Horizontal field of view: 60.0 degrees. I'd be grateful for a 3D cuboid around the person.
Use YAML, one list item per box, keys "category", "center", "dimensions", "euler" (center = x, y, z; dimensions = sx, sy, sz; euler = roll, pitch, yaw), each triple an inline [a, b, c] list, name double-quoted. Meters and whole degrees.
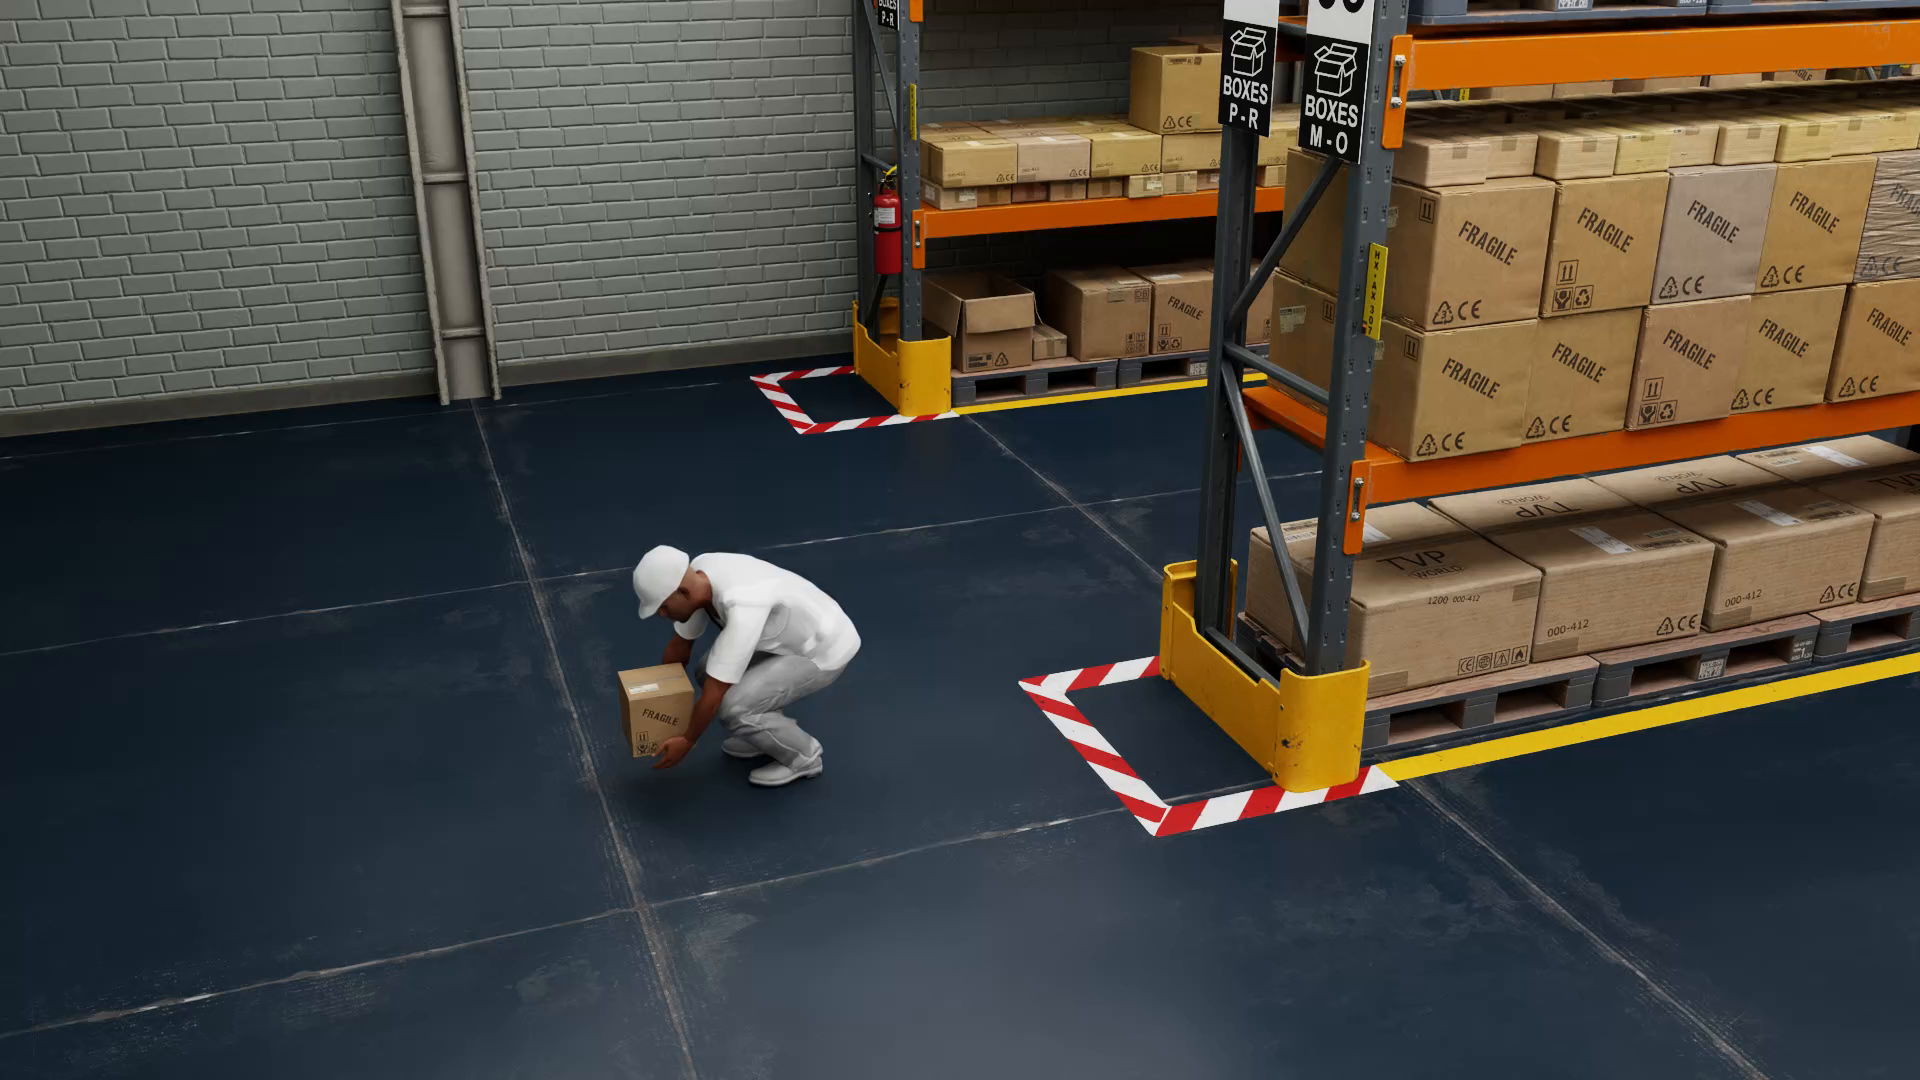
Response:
- category: "person"
  center: [-0.826, 0.453, 6.439]
  dimensions: [0.890, 1.028, 0.583]
  euler: [-8, 24, -19]
